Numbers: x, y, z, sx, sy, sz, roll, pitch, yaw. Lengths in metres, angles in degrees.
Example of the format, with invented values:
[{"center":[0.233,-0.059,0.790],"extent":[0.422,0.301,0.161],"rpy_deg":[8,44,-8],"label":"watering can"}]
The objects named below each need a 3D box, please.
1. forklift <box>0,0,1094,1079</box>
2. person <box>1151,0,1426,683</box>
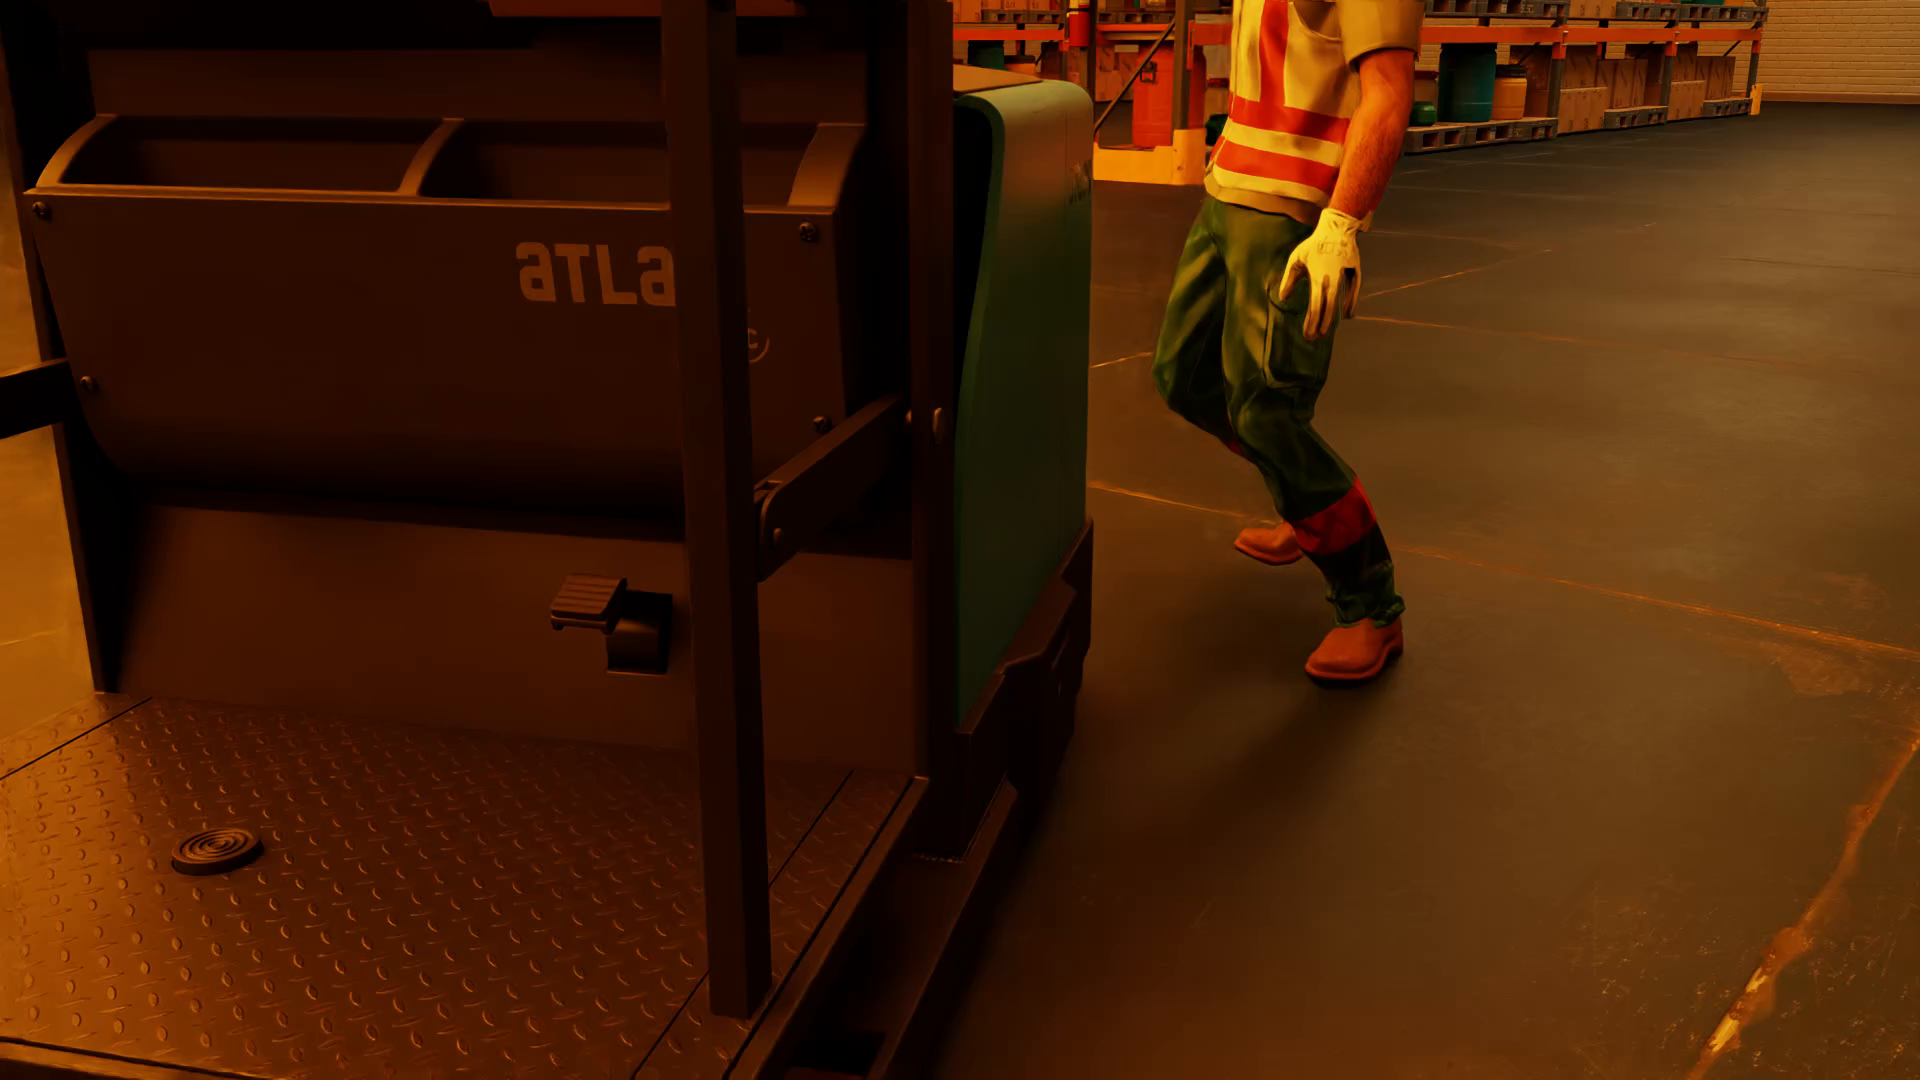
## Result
[{"center":[-0.605,-0.775,1.449],"extent":[1.130,2.935,3.031],"rpy_deg":[4,17,13],"label":"forklift"},{"center":[0.653,-0.657,3.211],"extent":[0.490,1.689,0.923],"rpy_deg":[0,17,-1],"label":"person"}]
